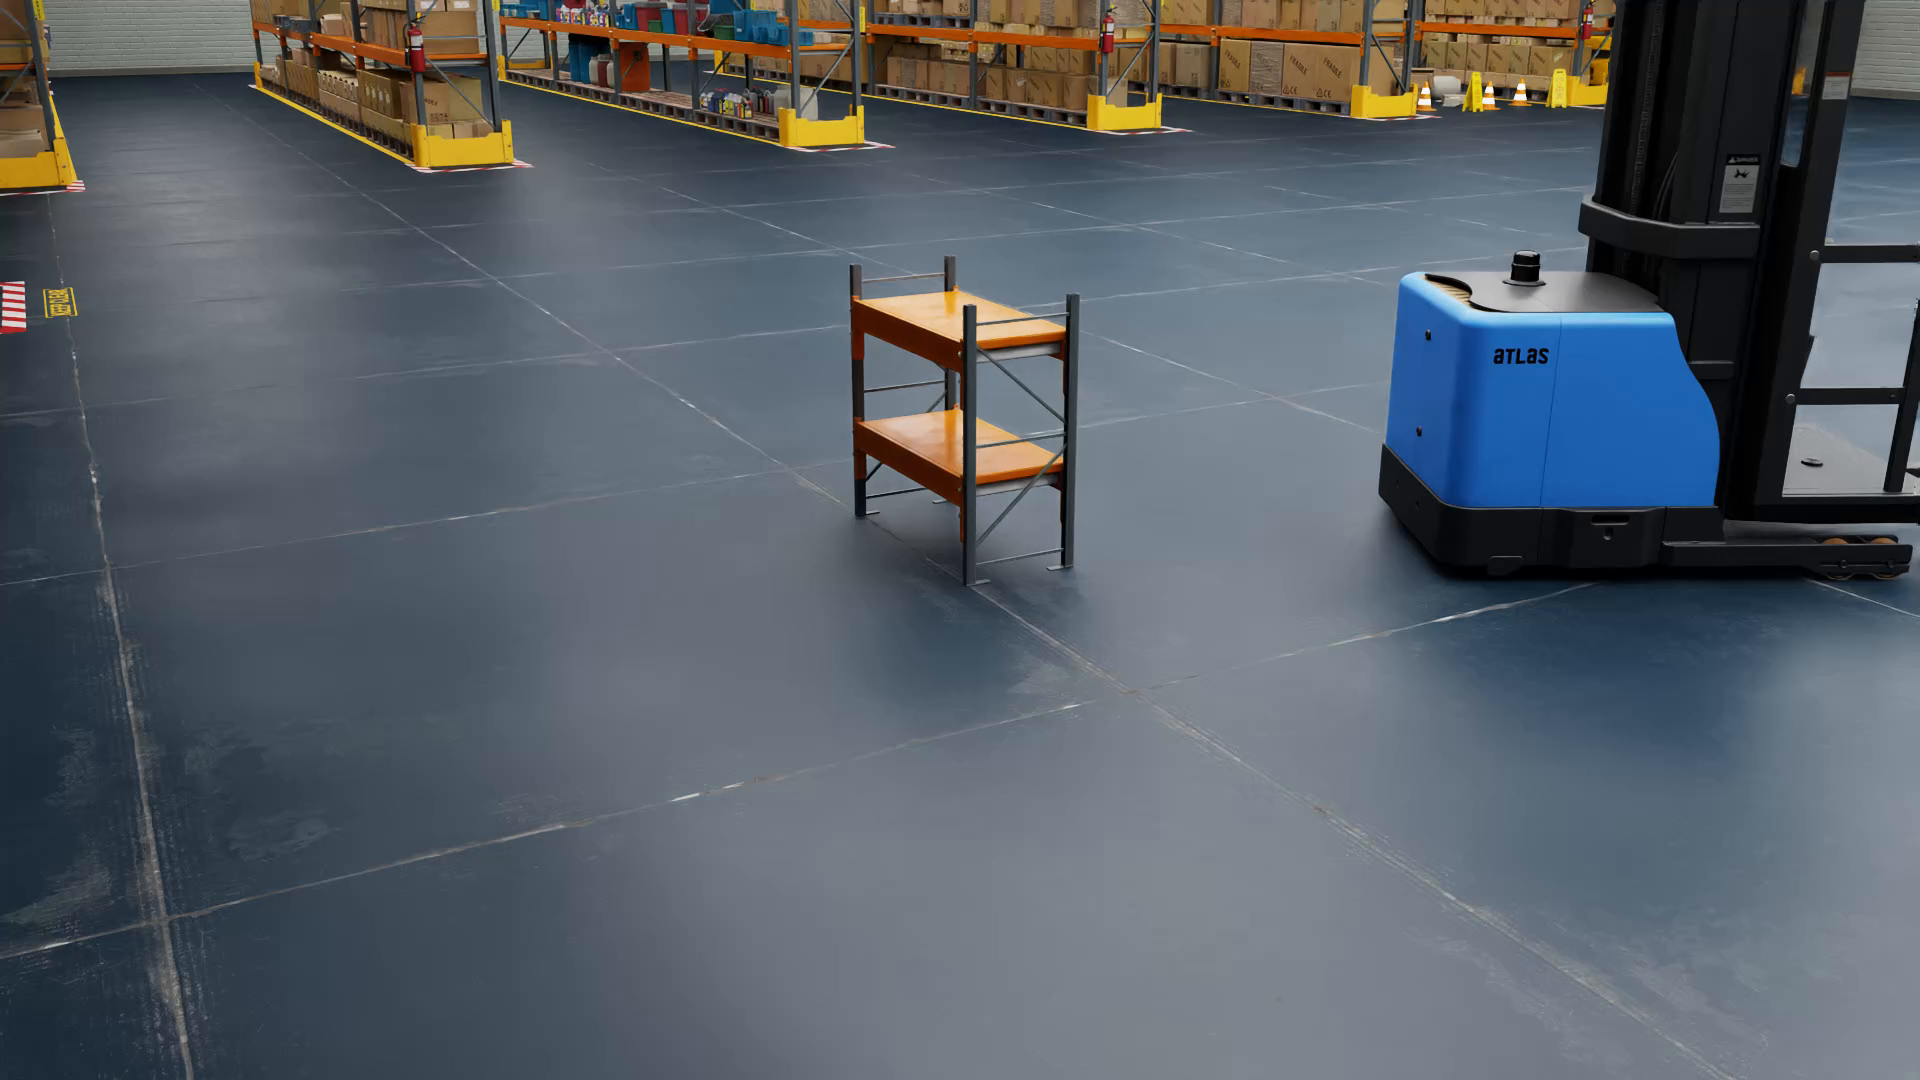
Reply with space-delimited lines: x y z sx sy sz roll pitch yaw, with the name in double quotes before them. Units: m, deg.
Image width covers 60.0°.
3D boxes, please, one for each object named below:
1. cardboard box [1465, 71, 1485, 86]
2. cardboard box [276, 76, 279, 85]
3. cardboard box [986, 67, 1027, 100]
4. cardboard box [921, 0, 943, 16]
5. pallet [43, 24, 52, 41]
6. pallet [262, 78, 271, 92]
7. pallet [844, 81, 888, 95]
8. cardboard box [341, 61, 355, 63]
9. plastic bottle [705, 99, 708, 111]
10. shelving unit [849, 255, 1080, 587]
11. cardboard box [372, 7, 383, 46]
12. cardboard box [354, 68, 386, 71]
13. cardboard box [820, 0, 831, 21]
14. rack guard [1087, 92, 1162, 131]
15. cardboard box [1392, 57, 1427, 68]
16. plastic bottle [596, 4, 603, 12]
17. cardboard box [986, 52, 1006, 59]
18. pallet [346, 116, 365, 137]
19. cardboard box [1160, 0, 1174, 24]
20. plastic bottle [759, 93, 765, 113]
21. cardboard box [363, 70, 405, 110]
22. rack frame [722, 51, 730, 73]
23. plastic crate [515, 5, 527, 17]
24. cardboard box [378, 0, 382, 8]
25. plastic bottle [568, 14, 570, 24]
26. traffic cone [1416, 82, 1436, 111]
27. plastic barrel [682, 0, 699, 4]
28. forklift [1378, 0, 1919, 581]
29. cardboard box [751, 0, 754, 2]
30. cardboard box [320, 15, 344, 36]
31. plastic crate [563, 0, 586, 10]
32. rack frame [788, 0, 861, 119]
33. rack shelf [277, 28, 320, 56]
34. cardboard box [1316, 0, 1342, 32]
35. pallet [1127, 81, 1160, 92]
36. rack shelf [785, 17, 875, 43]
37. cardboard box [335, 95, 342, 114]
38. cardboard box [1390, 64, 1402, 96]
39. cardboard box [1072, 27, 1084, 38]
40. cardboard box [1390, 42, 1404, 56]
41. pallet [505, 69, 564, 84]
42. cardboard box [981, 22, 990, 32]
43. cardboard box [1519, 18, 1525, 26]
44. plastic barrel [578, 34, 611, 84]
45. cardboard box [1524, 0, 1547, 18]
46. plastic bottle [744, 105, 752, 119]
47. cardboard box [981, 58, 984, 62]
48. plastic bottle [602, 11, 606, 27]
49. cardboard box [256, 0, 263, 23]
"cardboard box" 9.911 -8.725 31.388 0.500 0.250 0.500 -10 22 -27
"cardboard box" -12.640 -8.647 31.288 0.380 0.149 0.250 -10 21 -27
"cardboard box" 0.784 -7.701 28.040 0.500 0.500 0.500 -11 22 -28
"cardboard box" -0.275 -9.536 29.366 0.797 0.503 0.637 -8 20 -21
"pallet" -13.915 -7.373 24.195 1.213 0.211 1.003 -10 21 -27
"pallet" -13.373 -9.148 33.319 1.003 0.211 1.213 -10 21 -27
"pallet" -1.578 -8.873 32.523 1.003 0.211 1.213 -10 21 -27
"cardboard box" -10.938 -8.210 29.484 0.500 0.500 0.500 -10 21 -26
"plastic bottle" -3.867 -6.706 25.581 0.097 0.201 0.097 0 19 0
"shelving unit" -0.003 -0.534 6.954 0.538 1.125 1.048 -10 21 -27
"cardboard box" -7.618 -7.042 22.789 0.700 0.500 0.500 -10 22 -27
"cardboard box" -9.524 -7.472 26.898 0.500 0.311 0.500 -9 21 -25
"cardboard box" -2.444 -10.543 32.933 0.500 0.500 0.500 -10 21 -26
"rack guard" 2.493 -6.497 25.194 1.175 0.500 0.348 -10 21 -27
"cardboard box" 9.100 -9.447 33.295 0.950 0.372 0.625 -10 21 -26
"plastic bottle" -6.843 -10.023 31.655 0.144 0.351 0.185 -10 21 -27
"cardboard box" 0.814 -10.874 37.316 0.380 0.149 0.250 -10 21 -26
"pallet" -8.475 -6.159 24.658 1.003 0.211 1.213 -10 21 -27
"cardboard box" 4.080 -9.990 31.332 0.500 0.500 0.500 -10 21 -26
"plastic bottle" -3.003 -6.651 25.297 0.061 0.283 0.133 -10 21 -27
"cardboard box" -7.901 -6.201 22.926 0.500 0.500 0.500 -10 21 -27
"rack frame" -5.069 -12.250 38.034 1.000 3.000 0.127 -10 21 -27
"plastic crate" -8.975 -10.932 34.380 0.416 0.233 0.300 -10 21 -27
"cardboard box" -7.518 -7.149 22.104 0.380 0.149 0.250 -11 22 -28
"plastic bottle" -7.347 -9.850 31.384 0.097 0.201 0.097 0 19 0
"traffic cone" 7.940 -7.570 28.359 0.336 0.463 0.334 -10 21 -27
"plastic barrel" -4.339 -8.622 27.310 0.433 0.535 0.433 0 19 0
"forklift" 3.414 -1.396 6.683 3.031 2.935 1.130 0 19 -1
"cardboard box" -4.338 -11.698 36.209 0.500 0.250 0.500 -10 22 -28
"cardboard box" -9.736 -8.091 26.119 0.500 0.311 0.500 -10 22 -27
"plastic crate" -7.731 -10.689 33.318 0.402 0.464 0.583 -10 21 -27
"rack frame" -1.830 -6.890 22.500 1.000 3.000 0.127 -10 21 -27
"rack shelf" -10.940 -8.654 28.716 1.077 0.370 4.000 -10 21 -27
"cardboard box" 6.446 -8.721 27.577 0.875 0.550 0.550 -10 21 -27
"pallet" 3.451 -9.137 33.286 1.003 0.211 1.213 -10 21 -27
"rack shelf" -2.220 -10.188 33.160 1.077 0.370 4.000 -10 21 -27
"cardboard box" -9.265 -6.683 25.473 0.500 0.250 0.500 -10 21 -26
"cardboard box" 7.737 -8.455 30.656 0.797 0.637 0.503 -10 21 -27
"cardboard box" 1.930 -7.724 25.302 0.380 0.149 0.250 -10 21 -27
"cardboard box" 10.686 -11.805 39.932 0.500 0.500 0.500 -11 22 -29
"pallet" -9.070 -9.922 35.562 1.003 0.211 1.213 -10 21 -27
"cardboard box" 0.574 -8.505 27.564 0.380 0.149 0.250 -10 21 -27
"cardboard box" 10.417 -9.445 30.288 0.380 0.149 0.250 -10 21 -26
"plastic barrel" -6.949 -9.179 31.708 0.600 0.901 0.708 -10 21 -27
"cardboard box" 10.517 -9.638 29.853 0.500 0.500 0.500 -10 21 -27
"plastic bottle" -3.088 -6.234 24.216 0.097 0.201 0.097 0 19 0
"cardboard box" 0.708 -10.839 37.672 0.380 0.149 0.250 -9 21 -25
"plastic bottle" -6.306 -9.248 29.511 0.061 0.283 0.133 -10 21 -27
"cardboard box" -13.325 -10.304 32.241 0.500 0.500 0.500 -10 21 -27
